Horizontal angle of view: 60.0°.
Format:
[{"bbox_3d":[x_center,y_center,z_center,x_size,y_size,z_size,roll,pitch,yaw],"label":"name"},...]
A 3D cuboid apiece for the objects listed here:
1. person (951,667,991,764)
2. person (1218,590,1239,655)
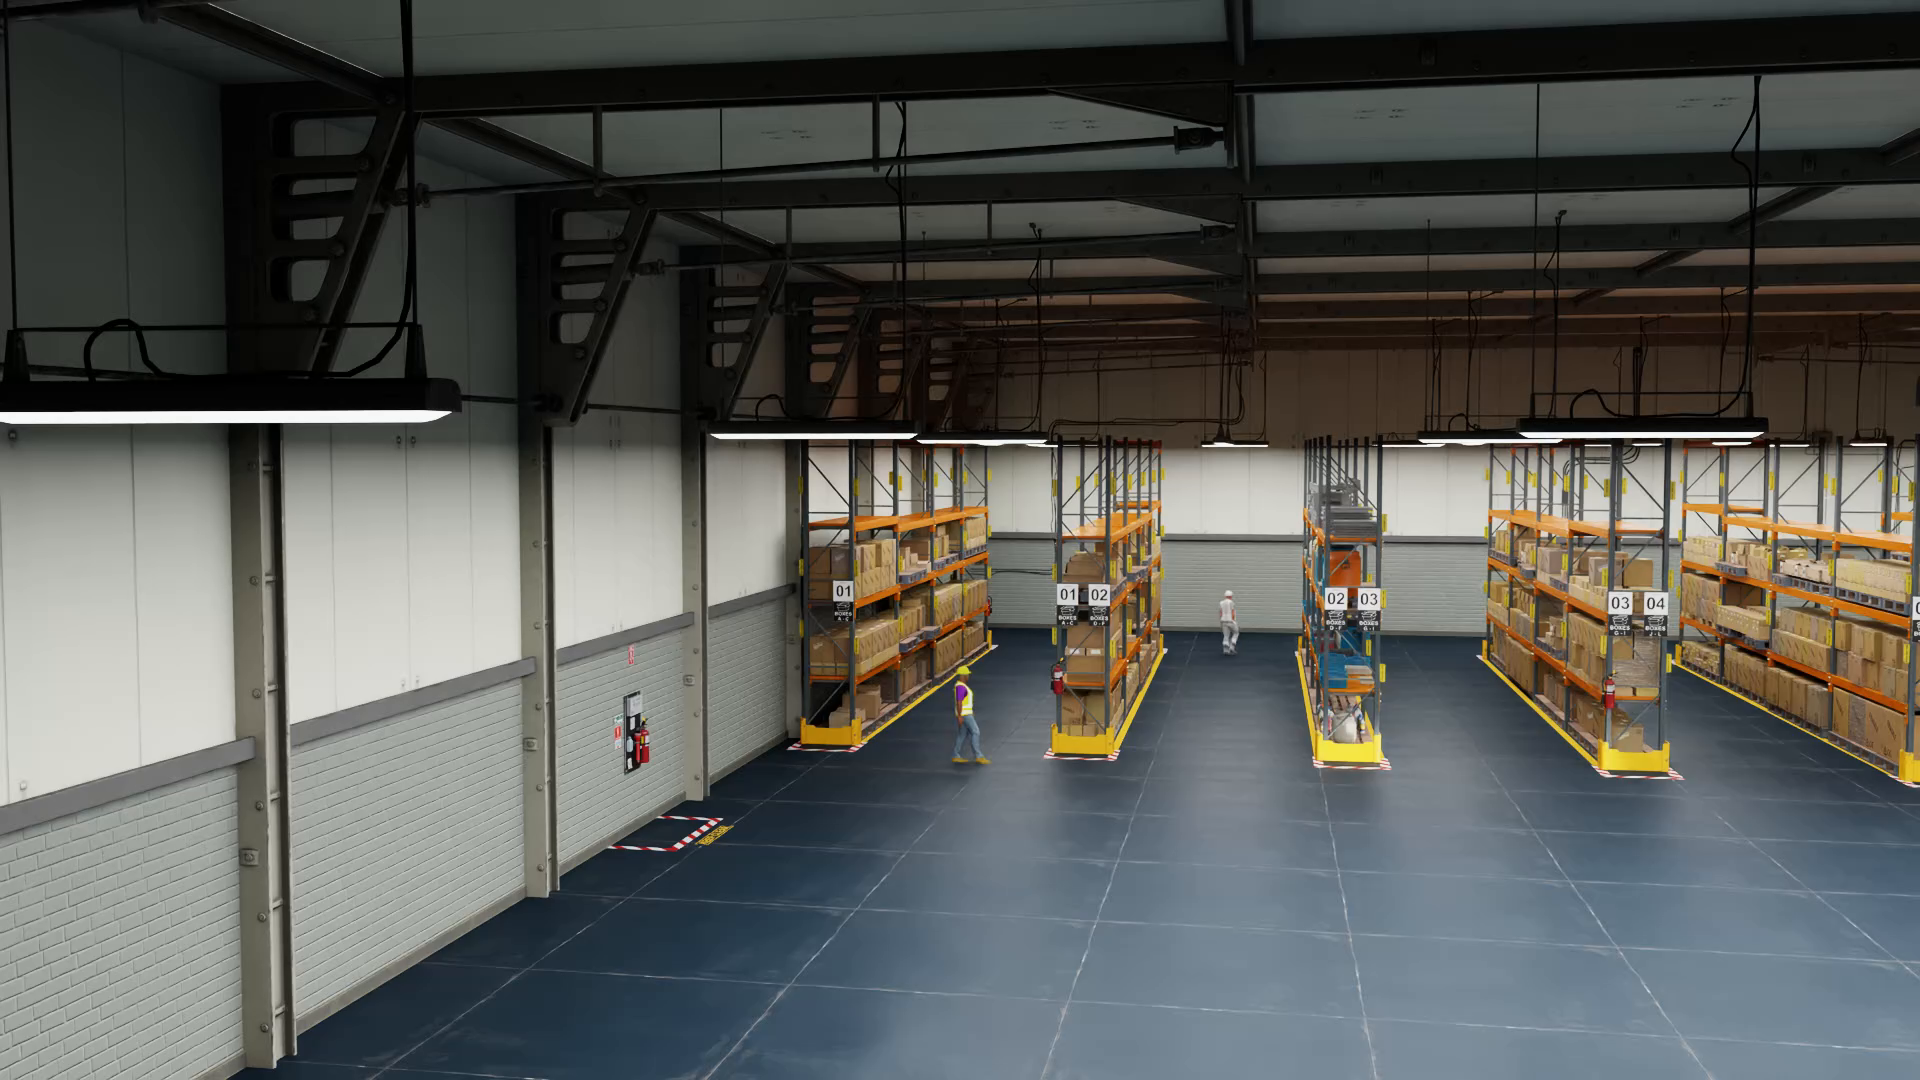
[{"bbox_3d":[0.192,3.198,30.404,0.712,1.771,0.587,0,3,-7],"label":"person"},{"bbox_3d":[7.515,2.308,46.531,0.423,1.786,0.609,-3,4,-42],"label":"person"}]
